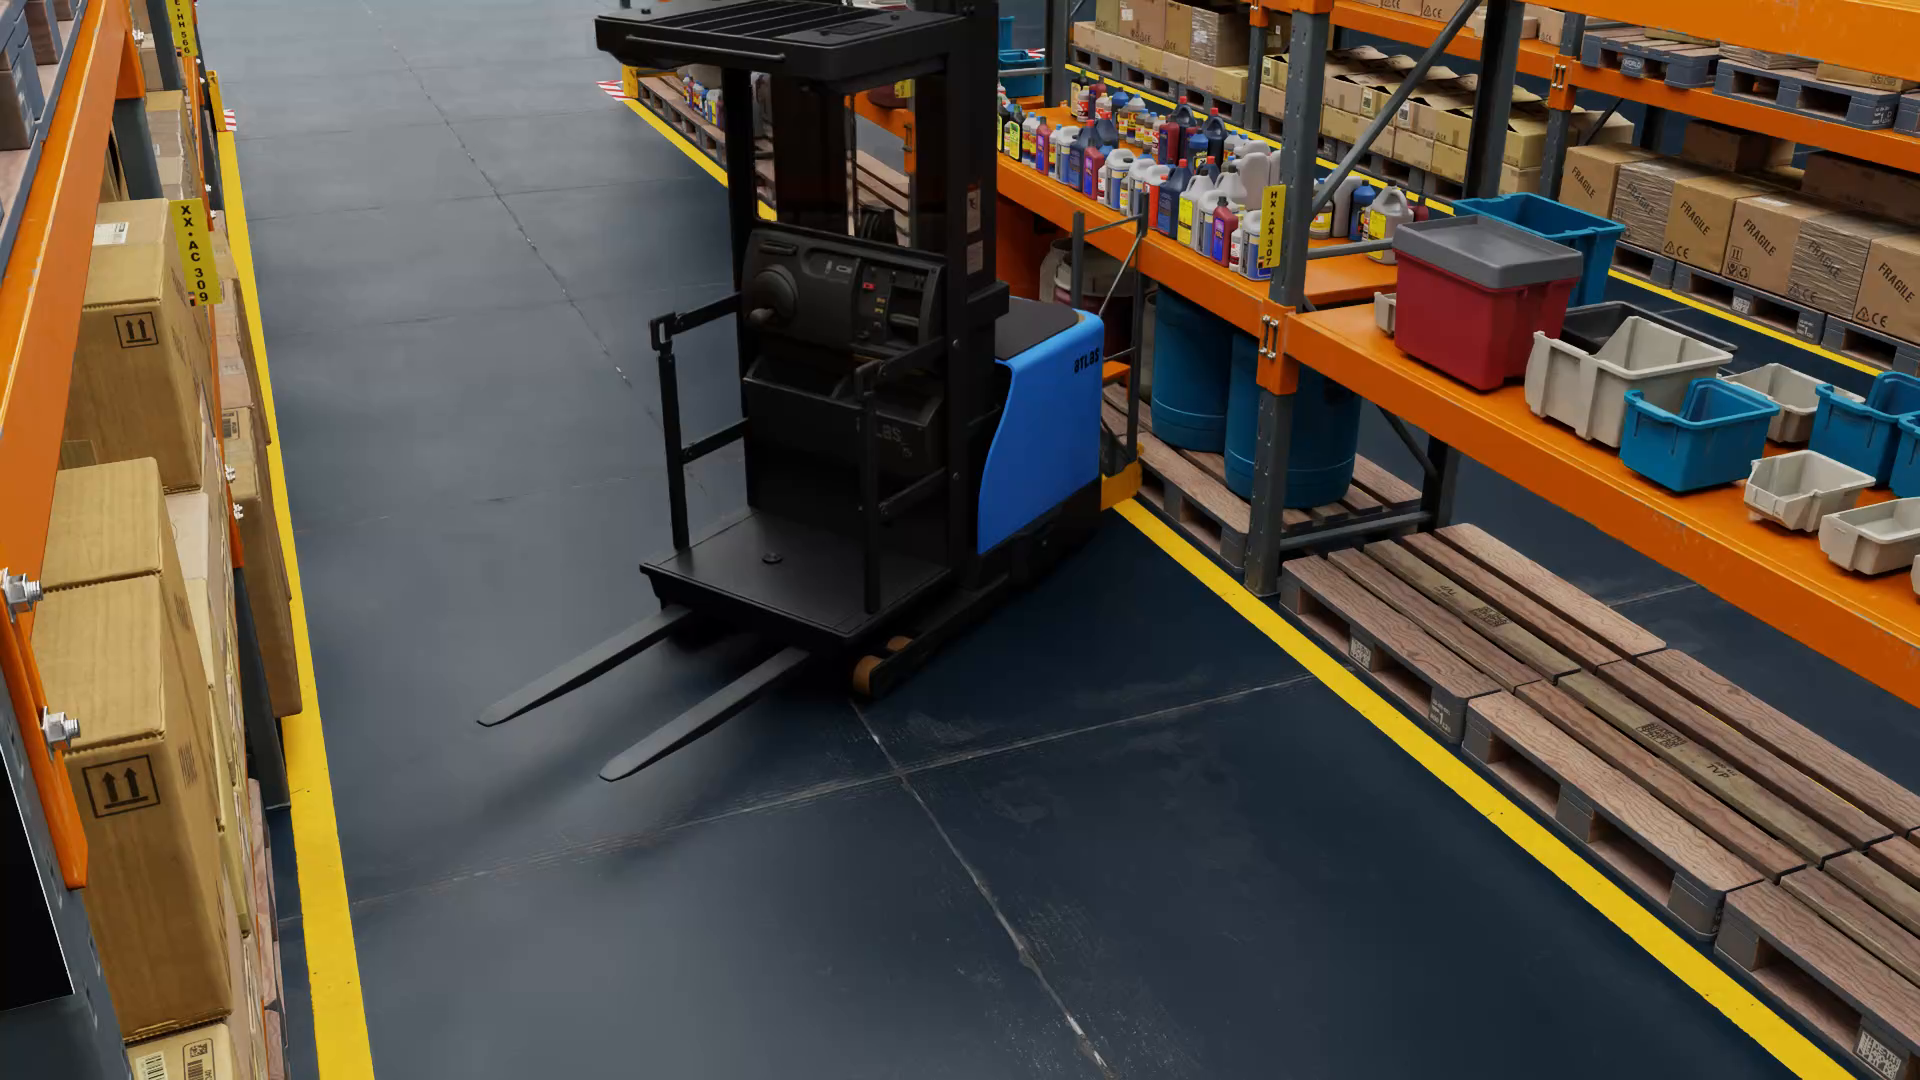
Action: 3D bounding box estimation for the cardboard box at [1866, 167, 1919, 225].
[{"bbox_3d":[5.933,-2.101,10.127,0.500,0.250,0.500,-11,28,-20],"label":"cardboard box"}]

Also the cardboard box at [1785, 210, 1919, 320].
[{"bbox_3d":[5.451,-1.677,10.112,0.500,0.500,0.500,-10,28,-20],"label":"cardboard box"}]

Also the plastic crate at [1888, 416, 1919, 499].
[{"bbox_3d":[2.988,-0.224,4.912,0.416,0.233,0.300,-11,28,-21],"label":"plastic crate"}]

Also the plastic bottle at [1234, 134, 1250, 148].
[{"bbox_3d":[1.427,-1.912,8.395,0.097,0.271,0.097,0,26,0],"label":"plastic bottle"}]

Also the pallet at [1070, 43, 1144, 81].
[{"bbox_3d":[1.929,-5.338,18.443,1.003,0.211,1.213,-11,28,-21],"label":"pallet"}]

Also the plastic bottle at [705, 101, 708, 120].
[{"bbox_3d":[-2.252,-3.896,15.000,0.097,0.201,0.097,0,26,0],"label":"plastic bottle"}]

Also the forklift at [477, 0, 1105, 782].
[{"bbox_3d":[-0.593,-0.938,6.330,1.130,2.935,3.031,17,31,31],"label":"forklift"}]

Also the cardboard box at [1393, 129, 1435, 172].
[{"bbox_3d":[3.894,-3.198,13.536,0.500,0.250,0.500,-10,28,-19],"label":"cardboard box"}]

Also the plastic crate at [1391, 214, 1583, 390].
[{"bbox_3d":[1.850,-0.851,5.933,0.402,0.464,0.583,-11,28,-21],"label":"plastic crate"}]

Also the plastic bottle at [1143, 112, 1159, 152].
[{"bbox_3d":[1.063,-2.256,9.178,0.097,0.201,0.097,0,26,0],"label":"plastic bottle"}]

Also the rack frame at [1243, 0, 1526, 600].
[{"bbox_3d":[1.731,-1.199,6.787,1.000,3.000,0.127,-11,28,-21],"label":"rack frame"}]

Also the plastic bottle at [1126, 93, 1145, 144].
[{"bbox_3d":[0.987,-2.366,9.324,0.097,0.271,0.097,0,26,0],"label":"plastic bottle"}]

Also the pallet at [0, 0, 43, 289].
[{"bbox_3d":[-1.560,-0.339,1.708,1.003,0.211,1.213,-11,28,-21],"label":"pallet"}]

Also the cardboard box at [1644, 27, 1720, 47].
[{"bbox_3d":[5.074,-3.662,11.239,0.700,0.500,0.500,-22,34,-37],"label":"cardboard box"}]

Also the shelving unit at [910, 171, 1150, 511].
[{"bbox_3d":[0.320,-0.986,8.058,1.083,1.500,0.587,23,34,39],"label":"shelving unit"}]

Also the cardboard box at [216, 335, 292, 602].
[{"bbox_3d":[-3.446,-0.197,6.679,1.225,0.875,0.875,-12,28,-22],"label":"cardboard box"}]

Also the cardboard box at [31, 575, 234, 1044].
[{"bbox_3d":[-1.395,0.422,2.445,0.500,0.500,0.500,-11,28,-22],"label":"cardboard box"}]

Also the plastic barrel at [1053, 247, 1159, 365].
[{"bbox_3d":[0.814,-1.268,9.199,0.600,0.588,0.708,-11,28,-21],"label":"plastic barrel"}]

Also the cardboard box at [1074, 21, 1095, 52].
[{"bbox_3d":[1.596,-5.591,18.438,0.500,0.250,0.500,-11,28,-21],"label":"cardboard box"}]

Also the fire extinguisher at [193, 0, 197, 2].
[{"bbox_3d":[-7.147,-5.283,15.240,0.296,0.674,0.183,-11,28,-21],"label":"fire extinguisher"}]

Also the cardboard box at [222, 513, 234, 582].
[{"bbox_3d":[-2.204,0.039,4.537,0.380,0.149,0.250,-11,28,-21],"label":"cardboard box"}]

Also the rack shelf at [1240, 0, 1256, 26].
[{"bbox_3d":[2.374,-5.762,16.953,1.077,0.370,4.000,-11,28,-21],"label":"rack shelf"}]

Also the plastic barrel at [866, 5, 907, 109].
[{"bbox_3d":[-0.296,-3.010,10.341,0.600,0.536,0.708,-11,28,-21],"label":"plastic barrel"}]

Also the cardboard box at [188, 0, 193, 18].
[{"bbox_3d":[-6.242,-4.156,12.391,0.875,0.500,0.500,-11,28,-21],"label":"cardboard box"}]

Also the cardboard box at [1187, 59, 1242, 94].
[{"bbox_3d":[2.588,-4.585,16.376,0.500,0.250,0.500,-11,28,-21],"label":"cardboard box"}]

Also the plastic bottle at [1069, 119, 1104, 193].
[{"bbox_3d":[0.638,-1.936,8.353,0.144,0.351,0.185,-11,28,-21],"label":"plastic bottle"}]

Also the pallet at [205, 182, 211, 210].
[{"bbox_3d":[-6.255,-2.590,12.813,1.003,0.211,1.213,-11,28,-21],"label":"pallet"}]

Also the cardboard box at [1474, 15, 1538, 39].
[{"bbox_3d":[4.117,-3.866,12.536,0.380,0.149,0.250,-11,28,-21],"label":"cardboard box"}]

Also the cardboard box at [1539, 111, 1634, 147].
[{"bbox_3d":[4.789,-3.130,12.759,0.500,0.311,0.500,-10,28,-19],"label":"cardboard box"}]

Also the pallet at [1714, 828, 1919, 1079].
[{"bbox_3d":[3.010,1.329,4.787,1.003,0.211,1.213,-11,28,-21],"label":"pallet"}]

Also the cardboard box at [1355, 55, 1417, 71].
[{"bbox_3d":[3.789,-4.160,14.868,0.500,0.311,0.500,-10,28,-19],"label":"cardboard box"}]

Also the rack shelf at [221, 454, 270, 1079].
[{"bbox_3d":[-2.043,0.783,3.548,1.077,0.370,4.000,-11,28,-21],"label":"rack shelf"}]

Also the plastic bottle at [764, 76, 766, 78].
[{"bbox_3d":[-1.846,-4.318,15.862,0.097,0.201,0.097,0,26,0],"label":"plastic bottle"}]

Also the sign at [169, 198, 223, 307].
[{"bbox_3d":[-2.316,-0.869,5.033,0.100,0.325,0.005,-11,28,-21],"label":"sign"}]

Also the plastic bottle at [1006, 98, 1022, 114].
[{"bbox_3d":[0.294,-2.298,9.184,0.097,0.271,0.097,0,26,0],"label":"plastic bottle"}]

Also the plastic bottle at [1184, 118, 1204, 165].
[{"bbox_3d":[1.232,-2.071,8.706,0.061,0.283,0.133,-11,28,-21],"label":"plastic bottle"}]

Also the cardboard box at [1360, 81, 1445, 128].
[{"bbox_3d":[3.693,-3.653,13.830,0.500,0.311,0.500,-10,28,-19],"label":"cardboard box"}]

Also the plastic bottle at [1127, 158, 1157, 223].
[{"bbox_3d":[0.886,-1.652,7.857,0.152,0.276,0.135,-11,28,-21],"label":"plastic bottle"}]

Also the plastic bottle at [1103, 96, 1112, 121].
[{"bbox_3d":[0.872,-2.452,9.580,0.097,0.201,0.097,0,26,0],"label":"plastic bottle"}]

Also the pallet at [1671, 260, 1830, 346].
[{"bbox_3d":[5.455,-1.611,10.808,1.003,0.211,1.213,-11,28,-21],"label":"pallet"}]

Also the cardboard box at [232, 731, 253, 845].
[{"bbox_3d":[-1.699,0.559,3.473,0.380,0.149,0.250,-11,28,-22],"label":"cardboard box"}]

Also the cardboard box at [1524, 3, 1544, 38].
[{"bbox_3d":[4.552,-4.018,12.662,0.500,0.311,0.500,-11,28,-21],"label":"cardboard box"}]

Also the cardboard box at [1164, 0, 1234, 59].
[{"bbox_3d":[2.390,-5.123,16.624,0.500,0.500,0.500,-11,28,-21],"label":"cardboard box"}]

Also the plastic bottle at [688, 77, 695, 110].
[{"bbox_3d":[-2.473,-4.140,15.406,0.061,0.283,0.133,-10,28,-20],"label":"plastic bottle"}]

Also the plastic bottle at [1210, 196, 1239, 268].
[{"bbox_3d":[1.147,-1.336,7.200,0.061,0.283,0.133,-11,28,-21],"label":"plastic bottle"}]

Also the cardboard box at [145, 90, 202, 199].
[{"bbox_3d":[-3.972,-1.851,8.008,0.500,0.500,0.500,-10,28,-19],"label":"cardboard box"}]

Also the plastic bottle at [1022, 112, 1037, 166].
[{"bbox_3d":[0.381,-2.140,8.862,0.097,0.271,0.097,0,26,0],"label":"plastic bottle"}]

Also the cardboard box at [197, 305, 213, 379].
[{"bbox_3d":[-2.974,-0.824,5.906,0.500,0.500,0.500,-11,28,-21],"label":"cardboard box"}]

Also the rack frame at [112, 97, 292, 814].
[{"bbox_3d":[-2.826,-0.348,5.044,1.000,3.000,0.127,-11,28,-21],"label":"rack frame"}]

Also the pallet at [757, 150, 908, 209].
[{"bbox_3d":[-1.059,-2.865,13.378,1.003,0.211,1.213,-11,28,-21],"label":"pallet"}]

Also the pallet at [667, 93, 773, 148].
[{"bbox_3d":[-2.108,-3.947,15.594,1.003,0.211,1.213,-11,28,-21],"label":"pallet"}]

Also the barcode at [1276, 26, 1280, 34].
[{"bbox_3d":[2.874,-4.610,15.025,0.001,0.075,0.075,-11,28,-21],"label":"barcode"}]

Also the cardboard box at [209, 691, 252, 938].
[{"bbox_3d":[-1.603,0.548,3.040,0.500,0.250,0.500,-12,28,-22],"label":"cardboard box"}]

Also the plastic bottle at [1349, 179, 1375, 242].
[{"bbox_3d":[1.828,-1.499,7.548,0.097,0.271,0.097,0,26,0],"label":"plastic bottle"}]

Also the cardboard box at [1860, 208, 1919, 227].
[{"bbox_3d":[5.917,-1.777,10.318,0.500,0.500,0.500,-10,28,-20],"label":"cardboard box"}]

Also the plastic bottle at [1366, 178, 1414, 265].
[{"bbox_3d":[1.875,-1.391,7.236,0.144,0.351,0.185,-11,28,-21],"label":"plastic bottle"}]

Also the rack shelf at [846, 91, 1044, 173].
[{"bbox_3d":[-0.619,-3.298,11.906,1.077,0.370,4.000,-11,28,-21],"label":"rack shelf"}]

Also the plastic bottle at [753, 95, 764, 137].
[{"bbox_3d":[-1.787,-3.671,14.368,0.144,0.351,0.185,-11,28,-21],"label":"plastic bottle"}]
